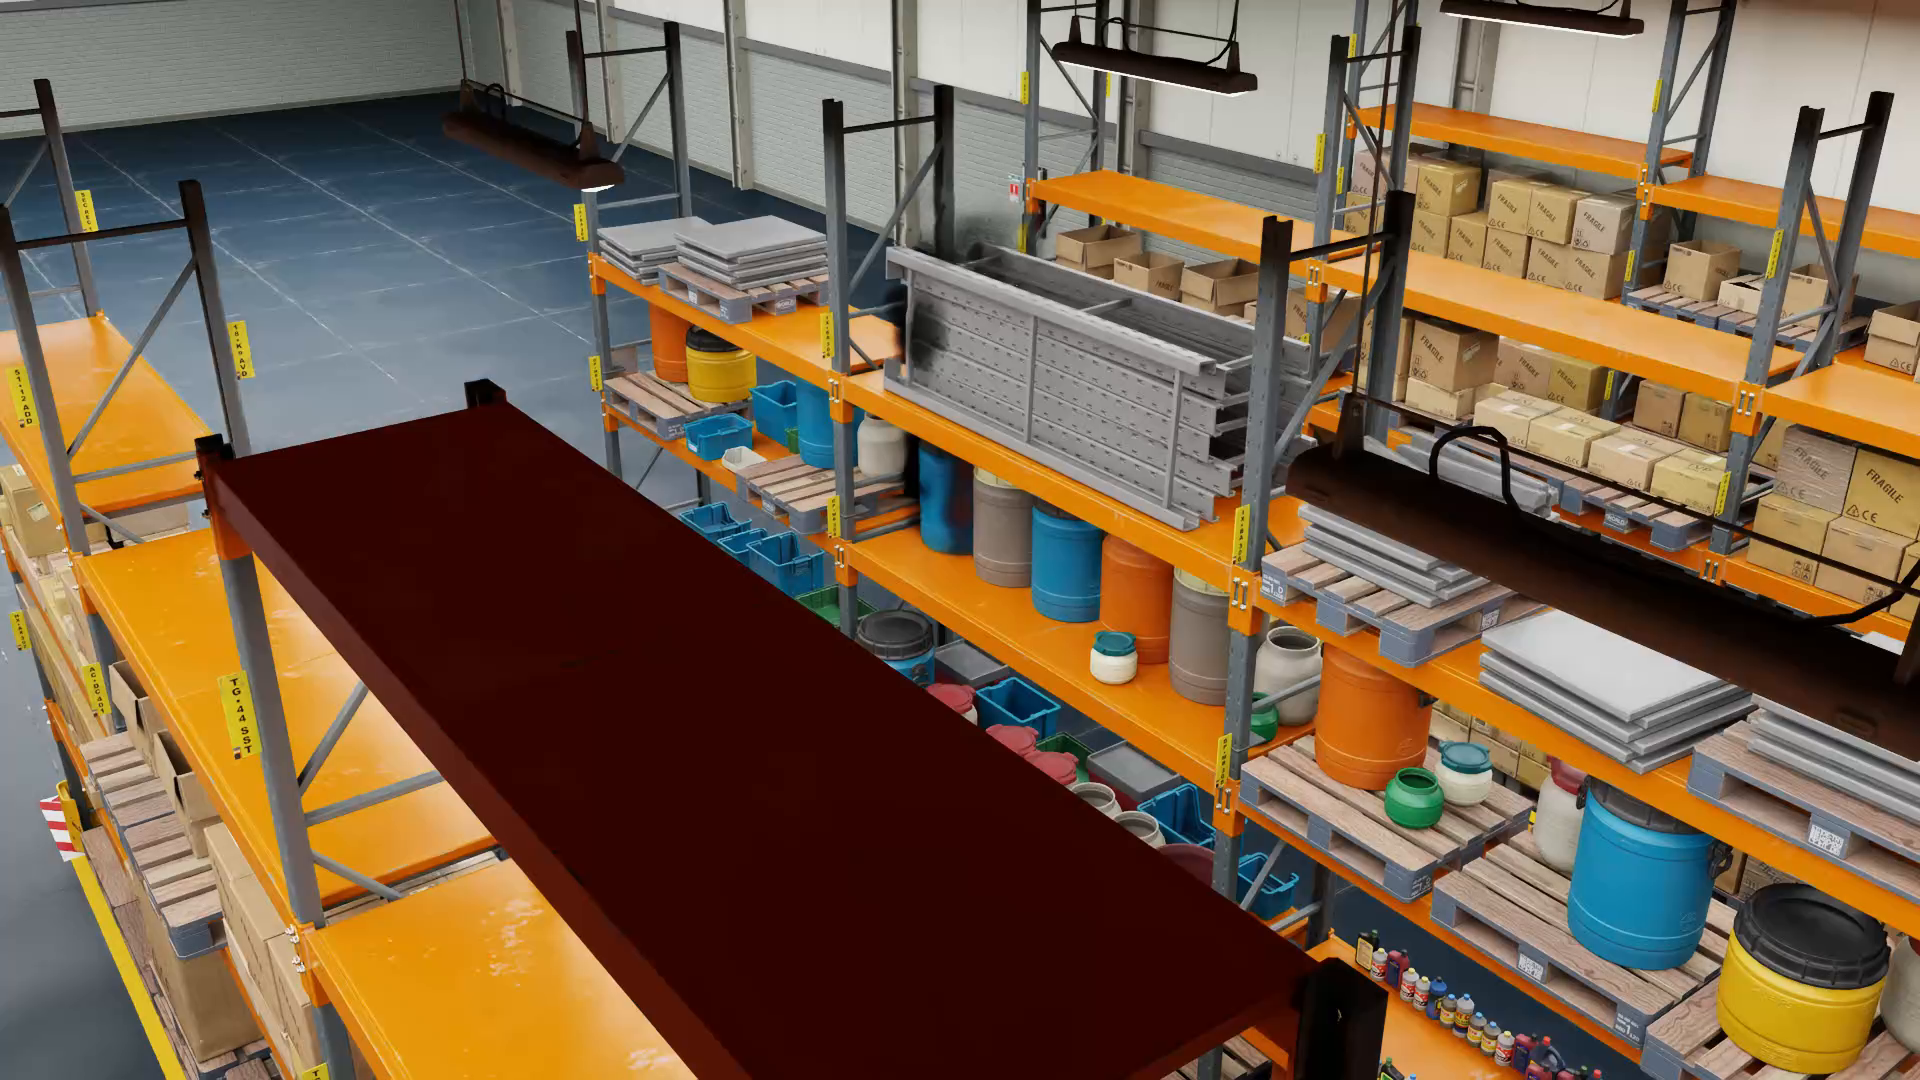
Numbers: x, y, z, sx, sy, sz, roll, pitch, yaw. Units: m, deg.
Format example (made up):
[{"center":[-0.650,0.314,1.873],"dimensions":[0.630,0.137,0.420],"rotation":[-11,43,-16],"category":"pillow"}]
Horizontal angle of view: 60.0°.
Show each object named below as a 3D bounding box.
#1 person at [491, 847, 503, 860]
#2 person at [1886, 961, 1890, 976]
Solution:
[{"center":[-3.386,2.165,11.668],"dimensions":[0.583,1.669,0.860],"rotation":[-18,30,-34],"category":"person"},{"center":[5.343,3.097,10.147],"dimensions":[1.033,1.754,0.714],"rotation":[22,33,39],"category":"person"}]
